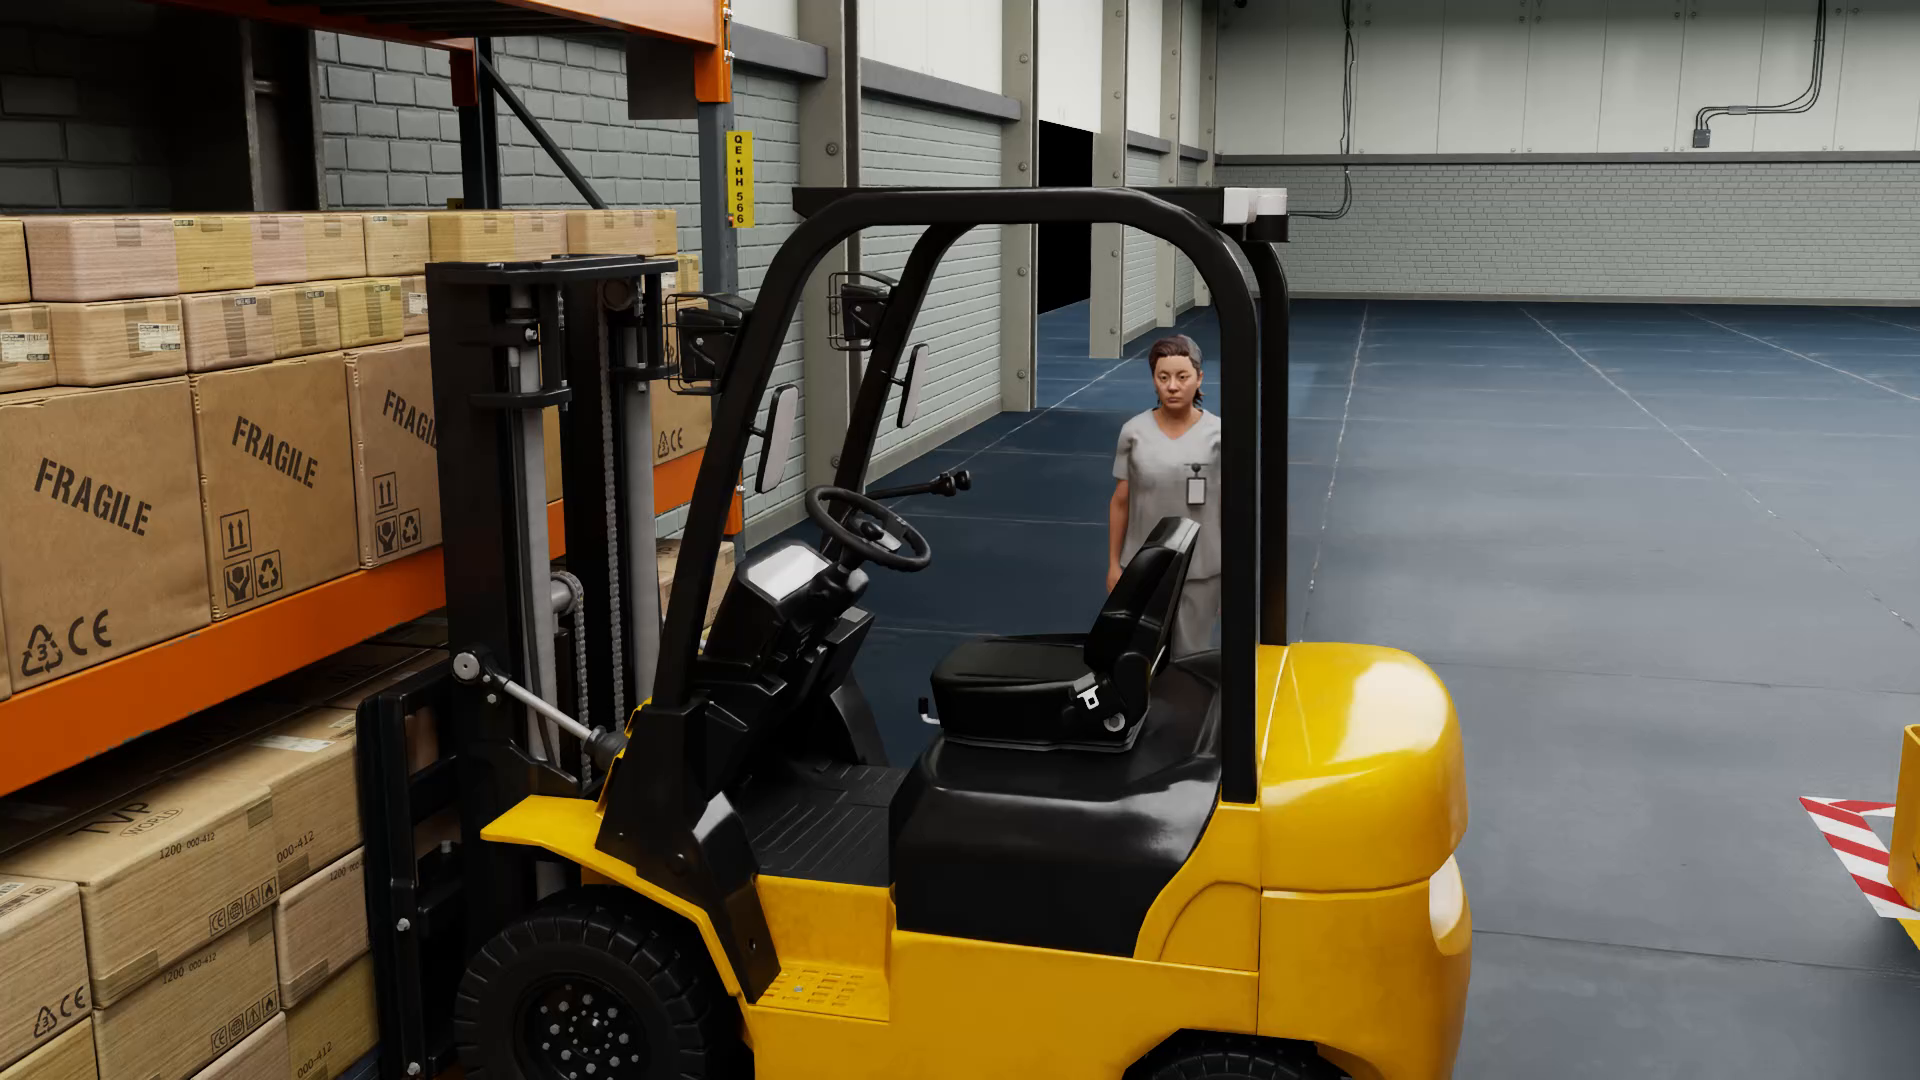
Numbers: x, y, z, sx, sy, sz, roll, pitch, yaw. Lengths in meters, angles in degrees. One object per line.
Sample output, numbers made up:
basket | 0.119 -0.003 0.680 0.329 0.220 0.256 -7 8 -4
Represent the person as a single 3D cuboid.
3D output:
person | 0.736 0.130 5.773 0.462 1.672 0.565 2 12 7
